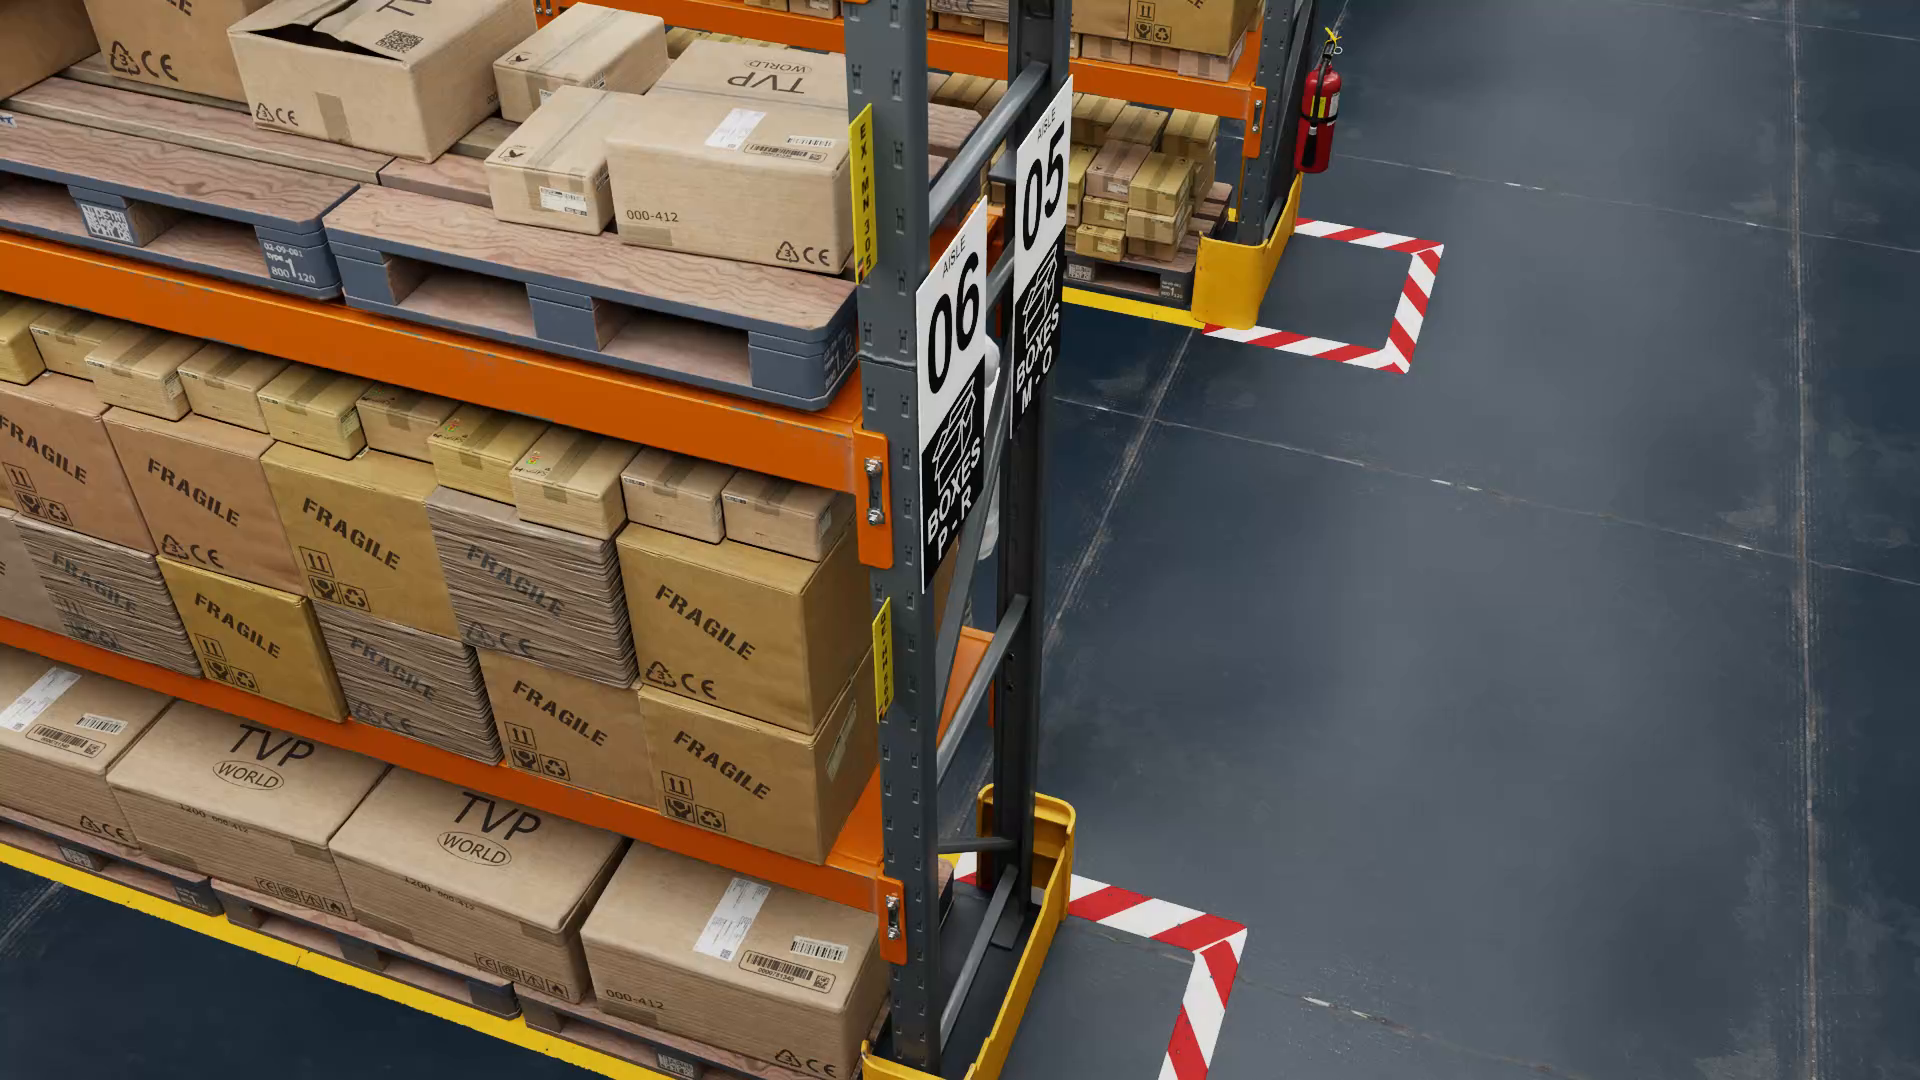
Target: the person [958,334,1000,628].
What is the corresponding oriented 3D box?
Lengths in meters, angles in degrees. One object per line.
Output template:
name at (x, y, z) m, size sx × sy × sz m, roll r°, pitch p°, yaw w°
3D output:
person at (-0.093, -0.073, 6.214) m, size 0.576 × 1.783 × 0.656 m, roll 9°, pitch 42°, yaw 10°
